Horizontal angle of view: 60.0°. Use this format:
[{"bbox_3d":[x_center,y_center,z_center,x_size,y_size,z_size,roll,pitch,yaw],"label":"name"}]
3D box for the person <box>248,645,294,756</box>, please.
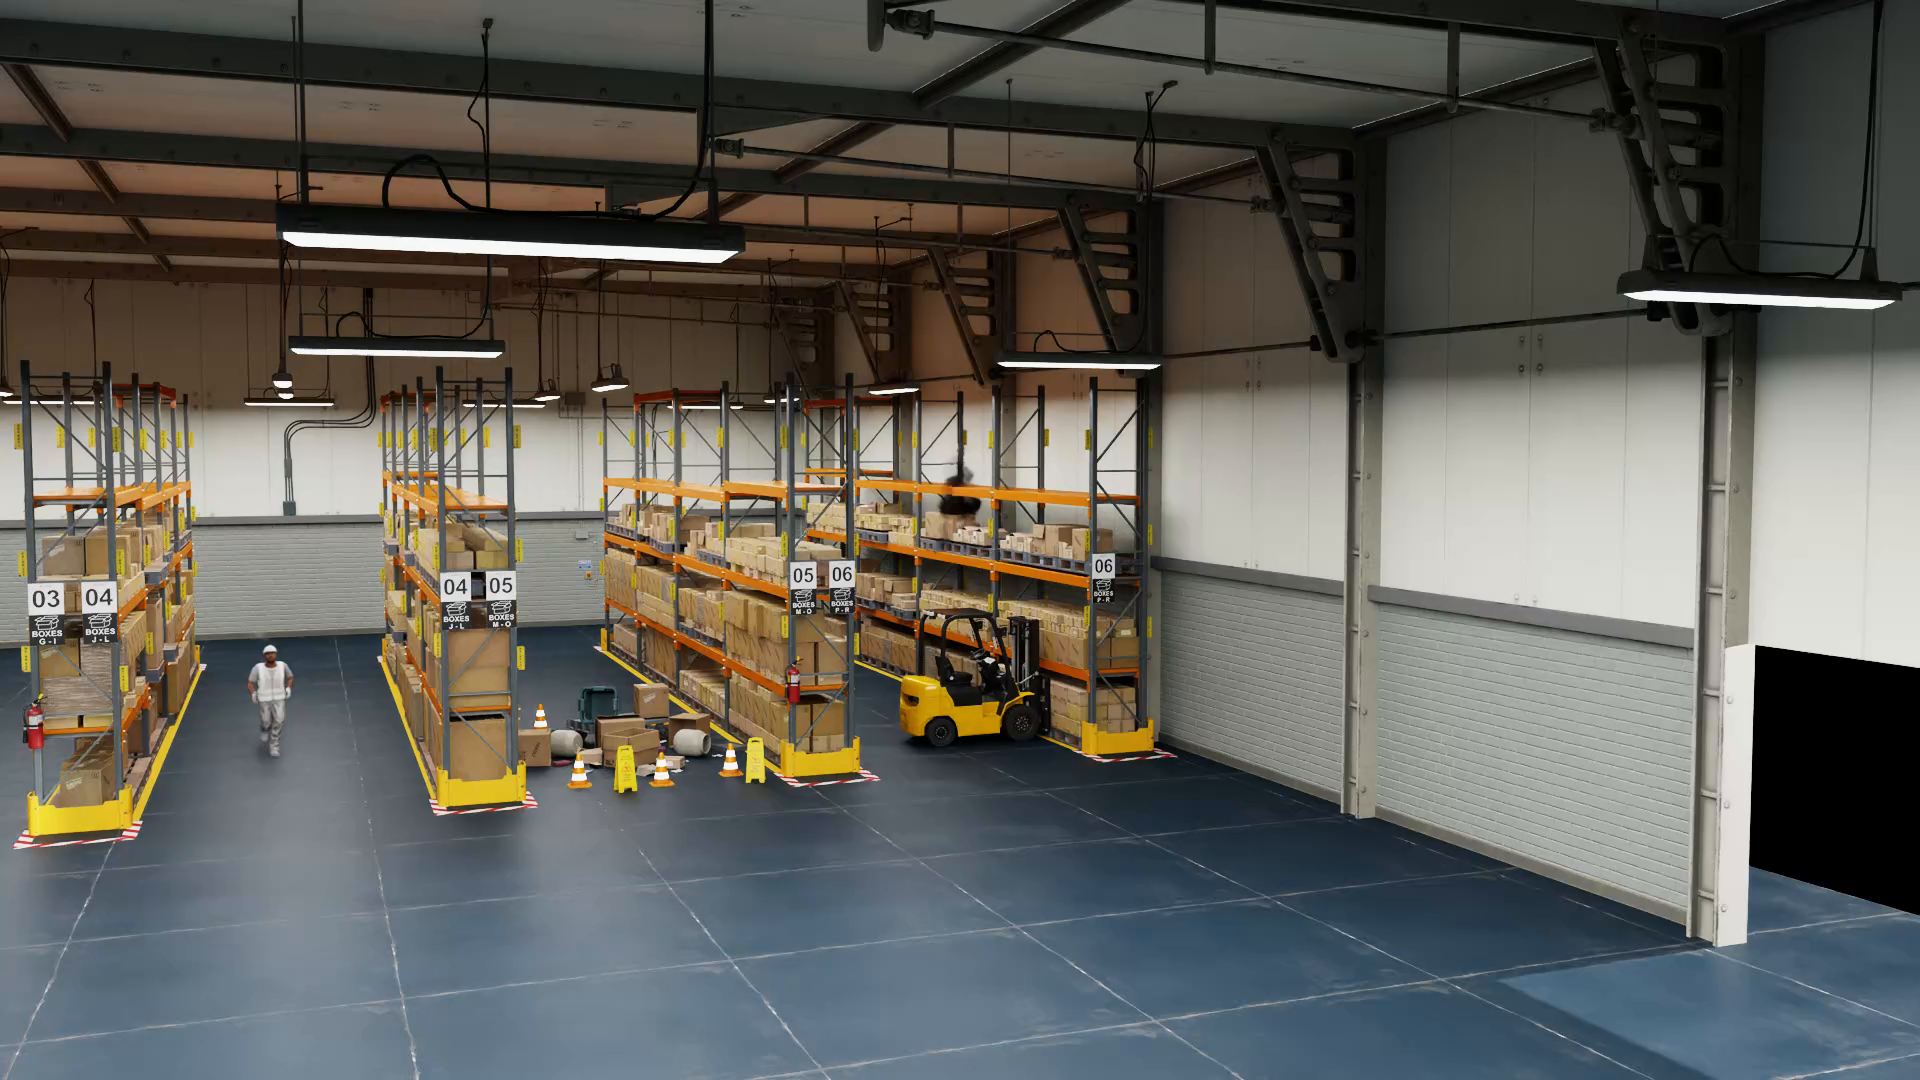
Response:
[{"bbox_3d":[-10.973,2.548,26.525,0.693,1.743,0.717,-2,4,-30],"label":"person"}]
